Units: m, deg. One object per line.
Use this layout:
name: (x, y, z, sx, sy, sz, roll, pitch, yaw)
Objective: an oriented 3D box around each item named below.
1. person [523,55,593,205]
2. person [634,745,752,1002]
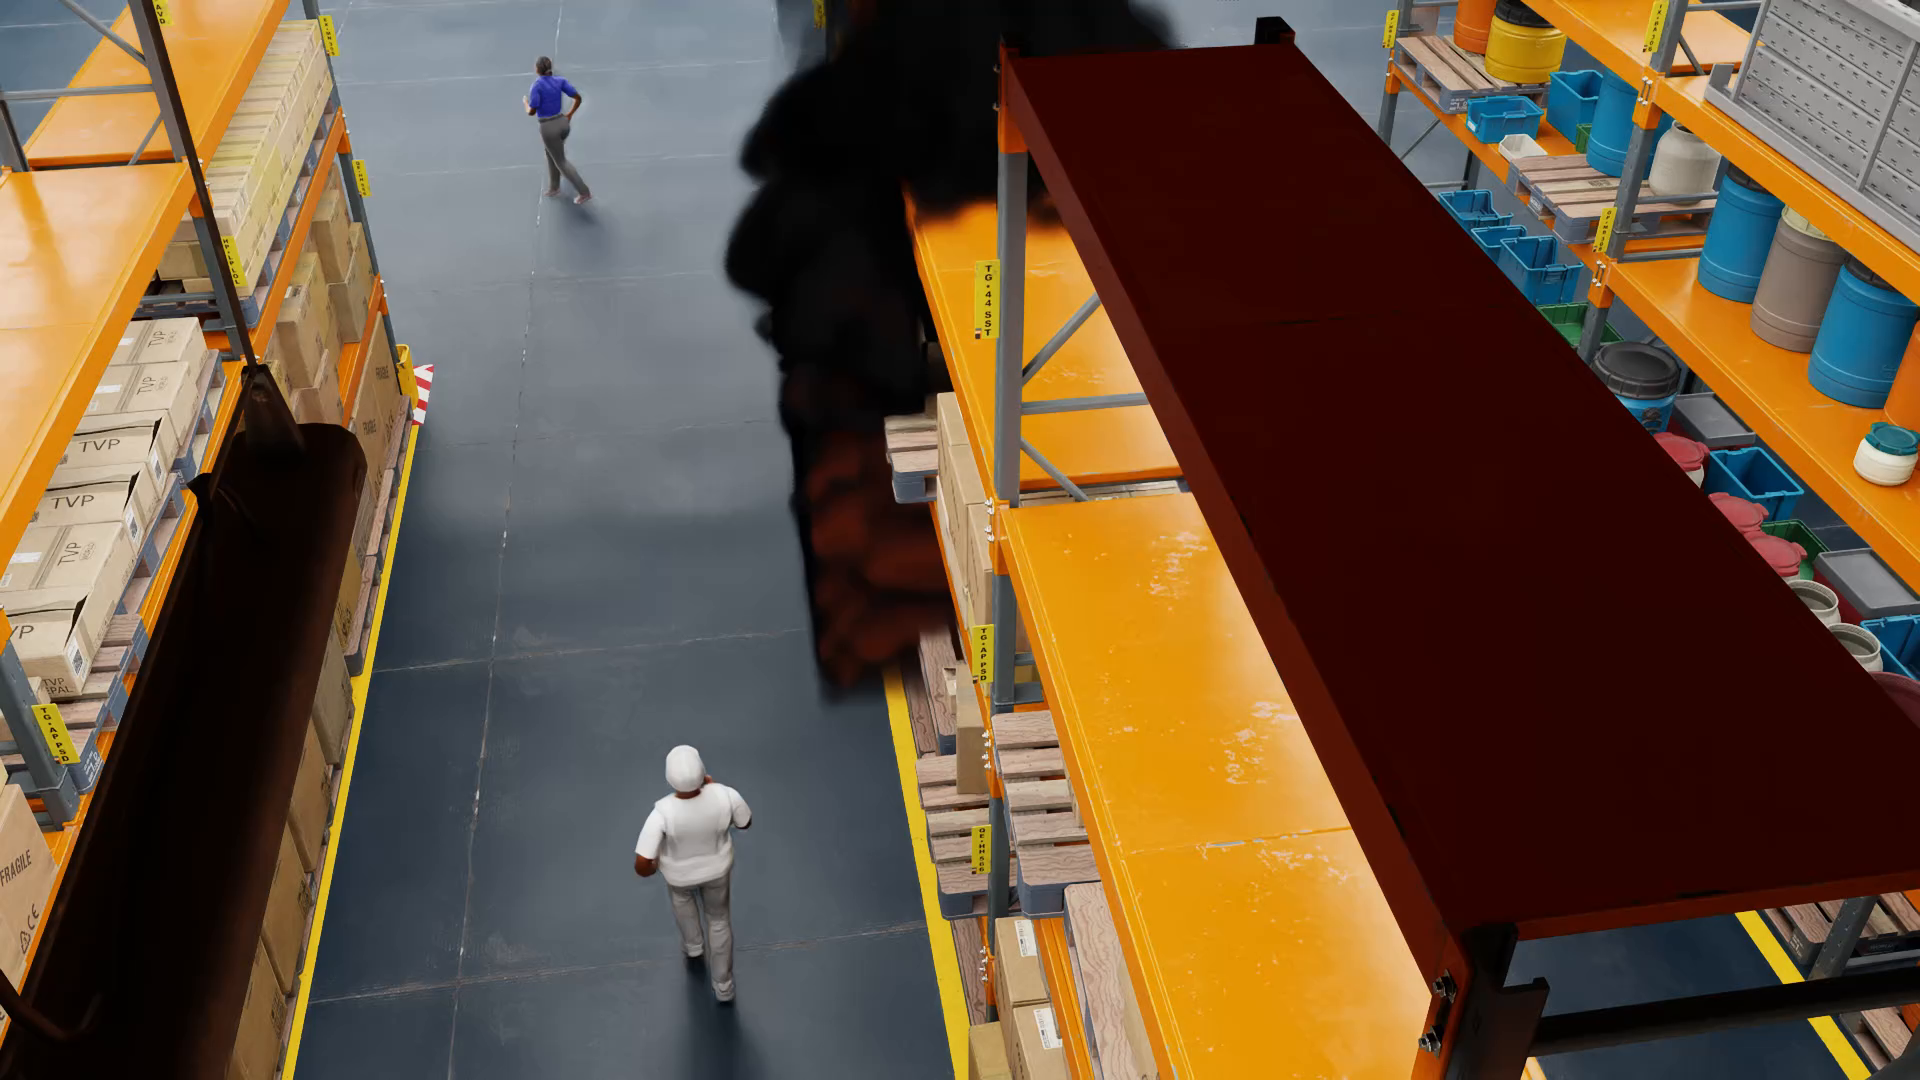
person: (-4.400, -4.405, 18.077, 0.828, 1.692, 0.556, 21, 41, 26)
person: (-1.492, 1.858, 9.439, 0.674, 1.825, 0.717, -9, 37, -12)
